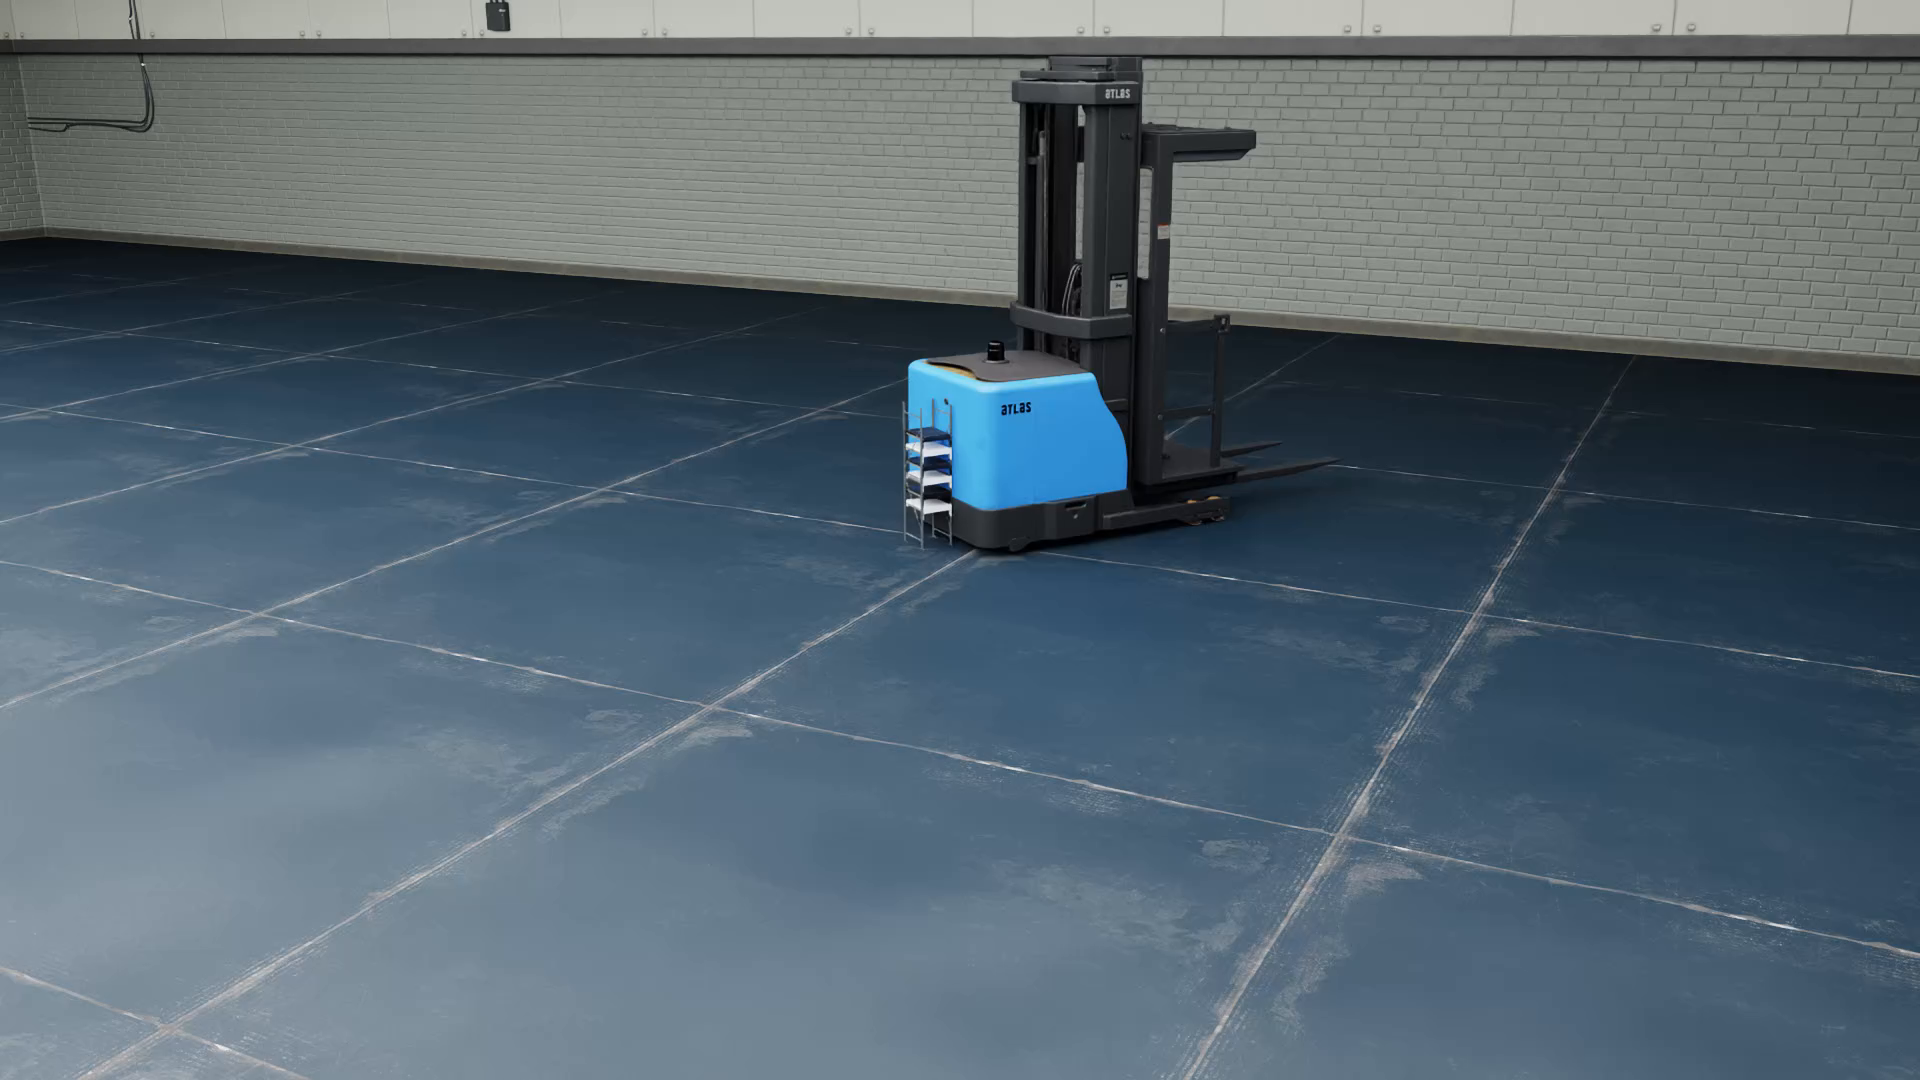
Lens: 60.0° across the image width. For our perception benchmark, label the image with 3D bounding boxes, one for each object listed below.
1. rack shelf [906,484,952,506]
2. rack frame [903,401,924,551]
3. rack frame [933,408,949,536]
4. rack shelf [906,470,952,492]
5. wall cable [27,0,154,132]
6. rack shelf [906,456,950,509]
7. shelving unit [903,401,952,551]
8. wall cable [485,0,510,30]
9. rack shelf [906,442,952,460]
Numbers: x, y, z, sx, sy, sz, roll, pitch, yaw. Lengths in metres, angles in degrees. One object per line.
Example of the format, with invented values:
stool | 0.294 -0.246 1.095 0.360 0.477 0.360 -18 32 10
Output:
rack shelf | -0.201 -0.288 10.347 0.200 0.077 0.258 -9 19 -29
rack frame | -0.289 -0.392 10.263 0.006 0.900 0.240 -9 19 -29
rack frame | -0.114 -0.421 10.362 0.003 0.785 0.228 -9 19 -29
rack shelf | -0.201 -0.374 10.322 0.200 0.077 0.258 -9 19 -29
wall cable | -13.735 -7.623 25.839 3.097 2.526 0.112 8 18 25
rack shelf | -0.201 -0.358 10.326 0.190 0.281 0.221 -9 19 -29
shelving unit | -0.202 -0.406 10.312 0.208 0.900 0.258 -9 19 -29
wall cable | -5.249 -9.530 20.833 2.305 6.003 0.169 8 18 25
rack shelf | -0.201 -0.547 10.270 0.200 0.077 0.258 -9 19 -29
